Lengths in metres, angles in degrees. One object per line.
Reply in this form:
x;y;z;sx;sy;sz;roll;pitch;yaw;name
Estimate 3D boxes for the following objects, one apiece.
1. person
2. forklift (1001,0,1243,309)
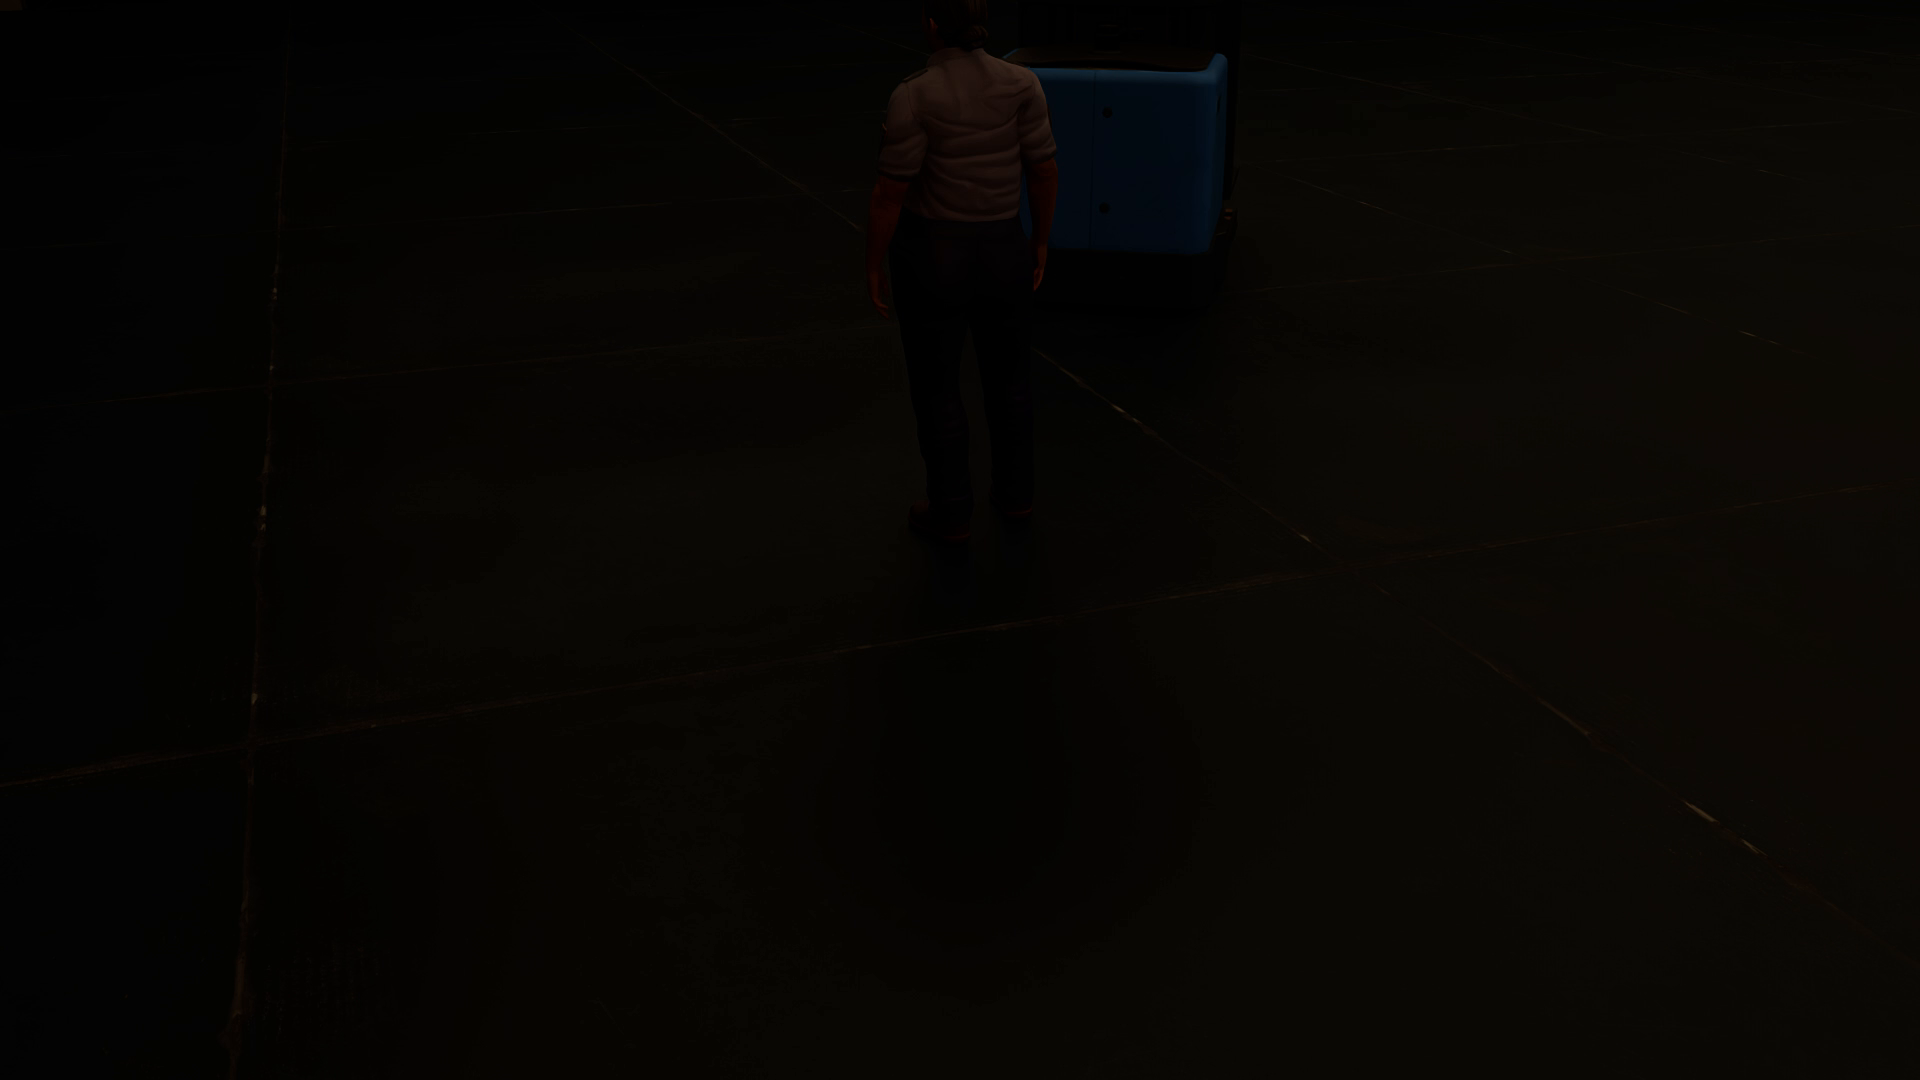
-0.010;-0.802;4.841;0.599;1.650;0.503;-8;24;-18;person
0.876;-2.907;8.211;1.130;2.935;3.031;5;23;11;forklift
